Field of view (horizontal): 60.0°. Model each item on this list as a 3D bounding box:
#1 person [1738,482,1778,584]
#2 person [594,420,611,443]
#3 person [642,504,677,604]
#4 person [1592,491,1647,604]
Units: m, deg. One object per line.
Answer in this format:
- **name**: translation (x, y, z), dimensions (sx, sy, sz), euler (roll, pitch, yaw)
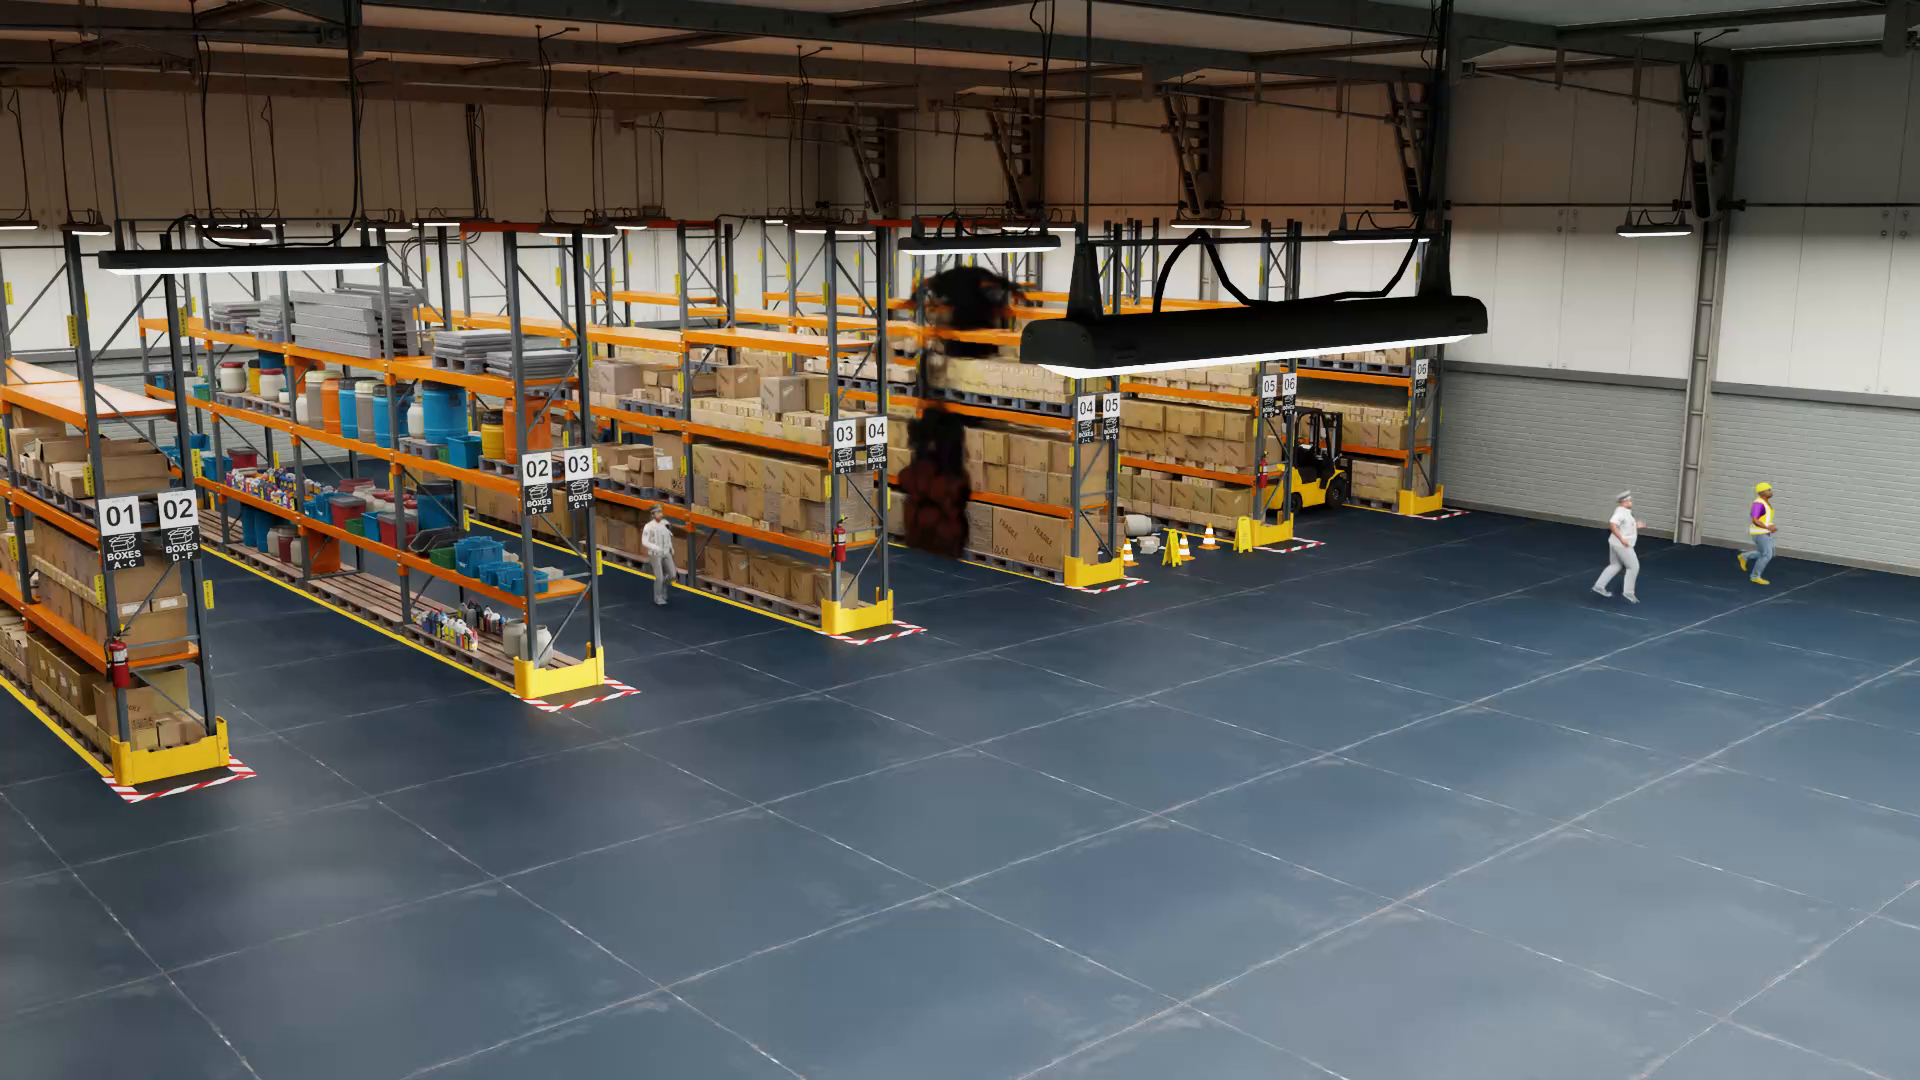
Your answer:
- **person**: translation (13.543, -0.128, 28.190), dimensions (0.612, 1.726, 0.736), euler (7, 14, 32)
- **person**: translation (-8.810, -2.722, 41.352), dimensions (0.690, 1.653, 0.565), euler (-10, 15, -39)
- **person**: translation (-4.753, 0.230, 26.514), dimensions (0.589, 1.653, 0.528), euler (-9, 15, -38)
- **person**: translation (10.669, 0.116, 26.842), dimensions (0.760, 1.848, 0.643), euler (1, 12, 7)
